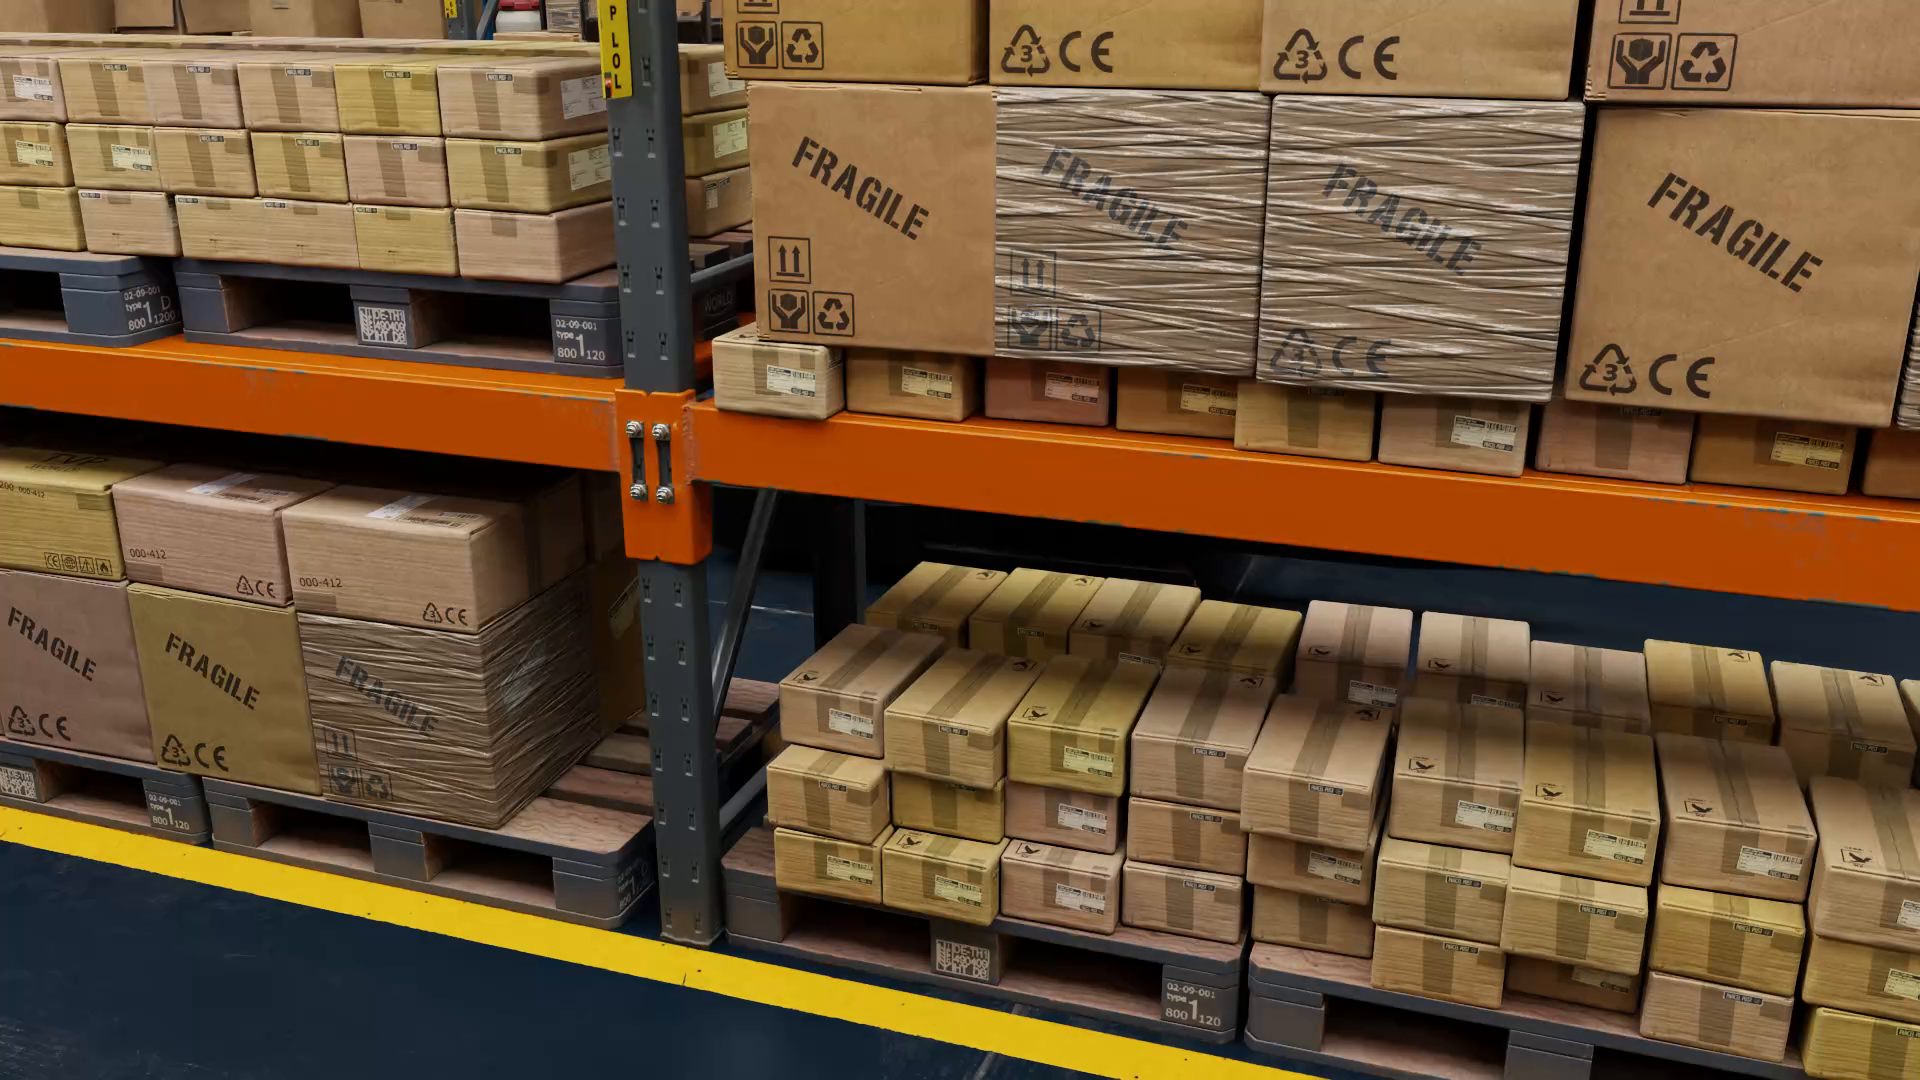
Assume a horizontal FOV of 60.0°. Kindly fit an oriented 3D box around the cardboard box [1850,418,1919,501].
[{"bbox_3d":[1.713,-0.191,2.949,0.250,0.149,0.380,6,20,16],"label":"cardboard box"}]

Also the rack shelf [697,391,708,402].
[{"bbox_3d":[-1.093,-0.416,6.747,0.480,0.518,0.431,5,20,15],"label":"rack shelf"}]

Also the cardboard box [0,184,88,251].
[{"bbox_3d":[-2.148,-0.829,4.140,0.250,0.149,0.380,7,21,20],"label":"cardboard box"}]

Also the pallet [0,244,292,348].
[{"bbox_3d":[-2.372,-0.768,4.515,1.213,0.211,1.003,7,20,18],"label":"pallet"}]

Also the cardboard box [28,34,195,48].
[{"bbox_3d":[-2.421,-1.370,4.789,0.250,0.149,0.380,8,21,21],"label":"cardboard box"}]

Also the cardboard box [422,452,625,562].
[{"bbox_3d":[-1.088,-0.162,4.504,0.500,0.250,0.500,6,20,16],"label":"cardboard box"}]

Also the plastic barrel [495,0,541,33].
[{"bbox_3d":[-3.853,-4.456,14.596,0.433,0.535,0.433,0,19,0],"label":"plastic barrel"}]

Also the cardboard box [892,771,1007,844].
[{"bbox_3d":[0.029,0.518,3.776,0.250,0.149,0.380,7,20,18],"label":"cardboard box"}]

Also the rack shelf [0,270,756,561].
[{"bbox_3d":[-2.366,-0.504,4.559,4.000,0.370,1.077,7,20,18],"label":"rack shelf"}]

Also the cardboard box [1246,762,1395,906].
[{"bbox_3d":[0.778,0.600,3.540,0.250,0.149,0.380,8,21,21],"label":"cardboard box"}]

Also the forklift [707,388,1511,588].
[{"bbox_3d":[0.621,-1.294,5.933,3.031,2.867,1.129,5,20,15],"label":"forklift"}]

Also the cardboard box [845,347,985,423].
[{"bbox_3d":[-0.048,-0.372,3.468,0.250,0.149,0.380,7,20,20],"label":"cardboard box"}]

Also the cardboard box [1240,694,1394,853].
[{"bbox_3d":[0.744,0.475,3.446,0.250,0.149,0.380,7,20,19],"label":"cardboard box"}]

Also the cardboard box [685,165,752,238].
[{"bbox_3d":[-0.698,-0.893,4.325,0.250,0.149,0.380,6,20,15],"label":"cardboard box"}]

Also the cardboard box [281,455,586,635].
[{"bbox_3d":[-1.263,-0.002,4.045,0.500,0.250,0.500,6,20,17],"label":"cardboard box"}]

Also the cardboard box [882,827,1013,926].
[{"bbox_3d":[0.013,0.688,3.739,0.250,0.149,0.380,7,20,20],"label":"cardboard box"}]

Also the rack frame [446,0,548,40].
[{"bbox_3d":[-2.532,-2.591,9.453,0.127,3.000,1.000,7,20,18],"label":"rack frame"}]

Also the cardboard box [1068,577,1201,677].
[{"bbox_3d":[0.437,0.236,4.130,0.250,0.149,0.380,6,20,18],"label":"cardboard box"}]

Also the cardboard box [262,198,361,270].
[{"bbox_3d":[-1.397,-0.744,3.898,0.250,0.149,0.380,6,20,18],"label":"cardboard box"}]

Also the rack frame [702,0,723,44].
[{"bbox_3d":[-0.859,-1.067,6.447,0.015,2.100,0.400,5,20,15],"label":"rack frame"}]

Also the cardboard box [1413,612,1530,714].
[{"bbox_3d":[1.201,0.315,3.906,0.250,0.149,0.380,6,20,16],"label":"cardboard box"}]

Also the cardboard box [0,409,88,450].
[{"bbox_3d":[-2.741,-0.170,4.527,0.500,0.250,0.500,7,20,18],"label":"cardboard box"}]

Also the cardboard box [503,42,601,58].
[{"bbox_3d":[-0.963,-1.202,4.308,0.250,0.149,0.380,7,20,20],"label":"cardboard box"}]

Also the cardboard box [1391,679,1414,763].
[{"bbox_3d":[1.142,0.478,3.890,0.250,0.149,0.380,6,20,15],"label":"cardboard box"}]

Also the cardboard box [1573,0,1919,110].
[{"bbox_3d":[1.315,-0.992,2.742,0.500,0.500,0.500,6,20,16],"label":"cardboard box"}]

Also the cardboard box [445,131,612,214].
[{"bbox_3d":[-0.917,-0.830,3.691,0.250,0.149,0.380,7,20,20],"label":"cardboard box"}]

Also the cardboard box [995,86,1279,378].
[{"bbox_3d":[0.378,-0.633,3.230,0.500,0.500,0.500,7,20,18],"label":"cardboard box"}]

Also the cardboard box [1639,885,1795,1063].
[{"bbox_3d":[1.488,0.842,3.297,0.250,0.149,0.380,7,20,19],"label":"cardboard box"}]

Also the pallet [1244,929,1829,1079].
[{"bbox_3d":[1.326,0.882,3.726,1.213,0.211,1.003,7,20,18],"label":"pallet"}]

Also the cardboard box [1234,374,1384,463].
[{"bbox_3d":[0.693,-0.281,3.207,0.250,0.149,0.380,7,20,19],"label":"cardboard box"}]

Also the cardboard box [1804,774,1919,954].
[{"bbox_3d":[1.718,0.600,3.088,0.250,0.149,0.380,7,21,20],"label":"cardboard box"}]

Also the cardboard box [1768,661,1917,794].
[{"bbox_3d":[1.902,0.415,3.616,0.250,0.149,0.380,7,21,20],"label":"cardboard box"}]

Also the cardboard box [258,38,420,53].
[{"bbox_3d":[-1.681,-1.286,4.548,0.250,0.149,0.380,6,20,18],"label":"cardboard box"}]

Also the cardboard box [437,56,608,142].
[{"bbox_3d":[-0.920,-0.971,3.645,0.250,0.149,0.380,8,21,21],"label":"cardboard box"}]

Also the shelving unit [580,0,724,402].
[{"bbox_3d":[-1.093,-1.089,6.512,0.503,2.100,0.431,5,20,15],"label":"shelving unit"}]

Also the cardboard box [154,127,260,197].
[{"bbox_3d":[-1.660,-0.914,3.932,0.250,0.149,0.380,6,20,16],"label":"cardboard box"}]

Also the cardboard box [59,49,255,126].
[{"bbox_3d":[-1.896,-1.084,3.970,0.250,0.149,0.380,6,20,16],"label":"cardboard box"}]

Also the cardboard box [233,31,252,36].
[{"bbox_3d":[-4.039,-2.971,10.133,0.500,0.250,0.500,6,20,17],"label":"cardboard box"}]

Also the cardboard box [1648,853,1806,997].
[{"bbox_3d":[1.489,0.702,3.246,0.250,0.149,0.380,8,21,21],"label":"cardboard box"}]

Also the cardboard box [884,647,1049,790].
[{"bbox_3d":[0.022,0.389,3.693,0.250,0.149,0.380,8,21,21],"label":"cardboard box"}]

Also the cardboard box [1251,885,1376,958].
[{"bbox_3d":[0.787,0.729,3.622,0.250,0.149,0.380,6,20,16],"label":"cardboard box"}]

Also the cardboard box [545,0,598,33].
[{"bbox_3d":[-1.846,-3.028,9.030,0.637,0.503,0.797,7,20,20],"label":"cardboard box"}]

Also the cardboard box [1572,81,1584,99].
[{"bbox_3d":[1.033,-0.741,3.540,0.500,0.500,0.500,6,20,18],"label":"cardboard box"}]
